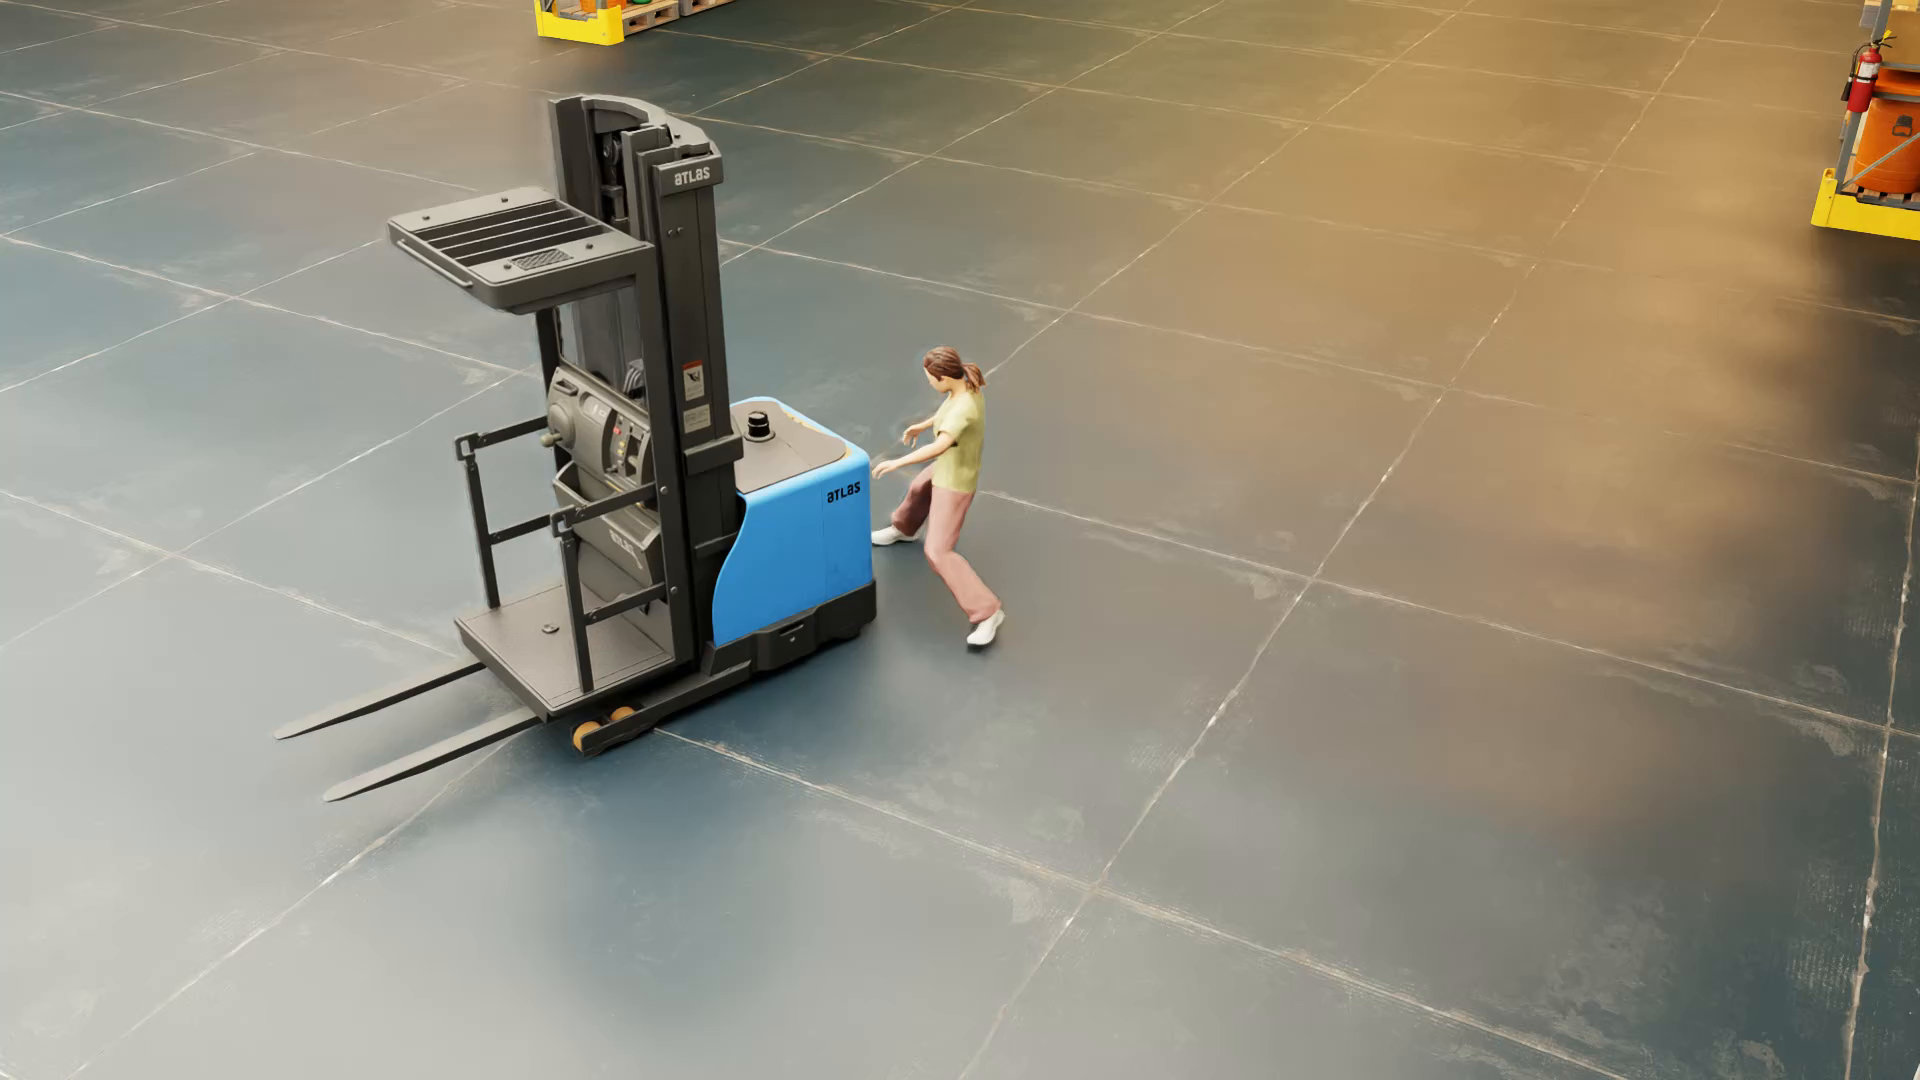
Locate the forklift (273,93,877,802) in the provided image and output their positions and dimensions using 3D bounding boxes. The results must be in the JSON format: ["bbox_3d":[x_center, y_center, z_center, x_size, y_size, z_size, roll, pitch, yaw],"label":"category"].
[{"bbox_3d":[-1.913,-0.506,7.948,3.031,2.935,1.130,-23,37,-34],"label":"forklift"}]

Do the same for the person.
[{"bbox_3d":[-0.158,-0.362,9.141,0.902,1.478,1.201,4,30,6],"label":"person"}]
